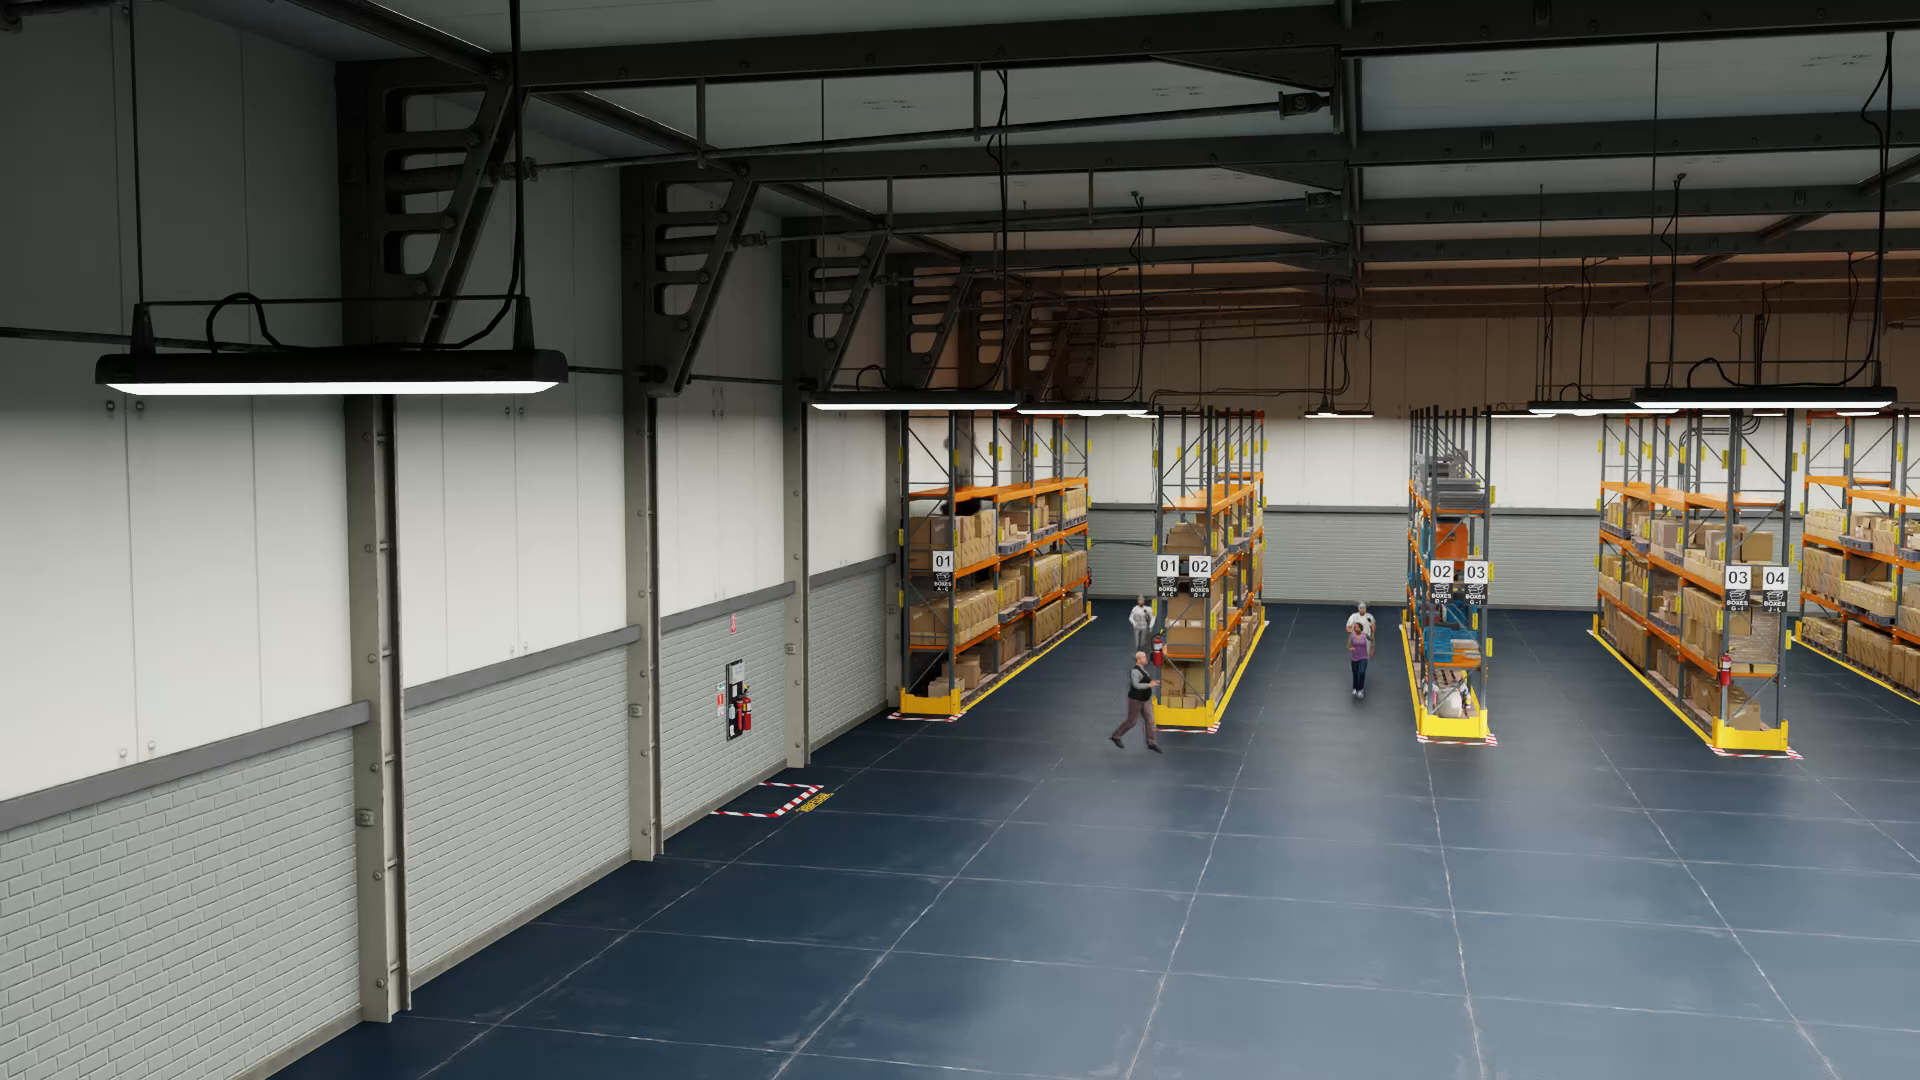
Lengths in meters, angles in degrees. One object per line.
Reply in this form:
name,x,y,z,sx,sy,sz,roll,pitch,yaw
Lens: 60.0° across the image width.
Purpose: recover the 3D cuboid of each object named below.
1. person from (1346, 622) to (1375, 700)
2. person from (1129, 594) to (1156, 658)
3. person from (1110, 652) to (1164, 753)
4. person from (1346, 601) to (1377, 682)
person,8.220,2.468,34.176,0.545,1.589,0.813,2,4,20
person,4.269,2.100,39.137,0.612,1.653,0.548,1,4,19
person,3.061,2.779,28.650,0.948,1.732,0.643,2,5,29
person,8.891,2.234,36.825,0.673,1.786,0.814,0,4,7
